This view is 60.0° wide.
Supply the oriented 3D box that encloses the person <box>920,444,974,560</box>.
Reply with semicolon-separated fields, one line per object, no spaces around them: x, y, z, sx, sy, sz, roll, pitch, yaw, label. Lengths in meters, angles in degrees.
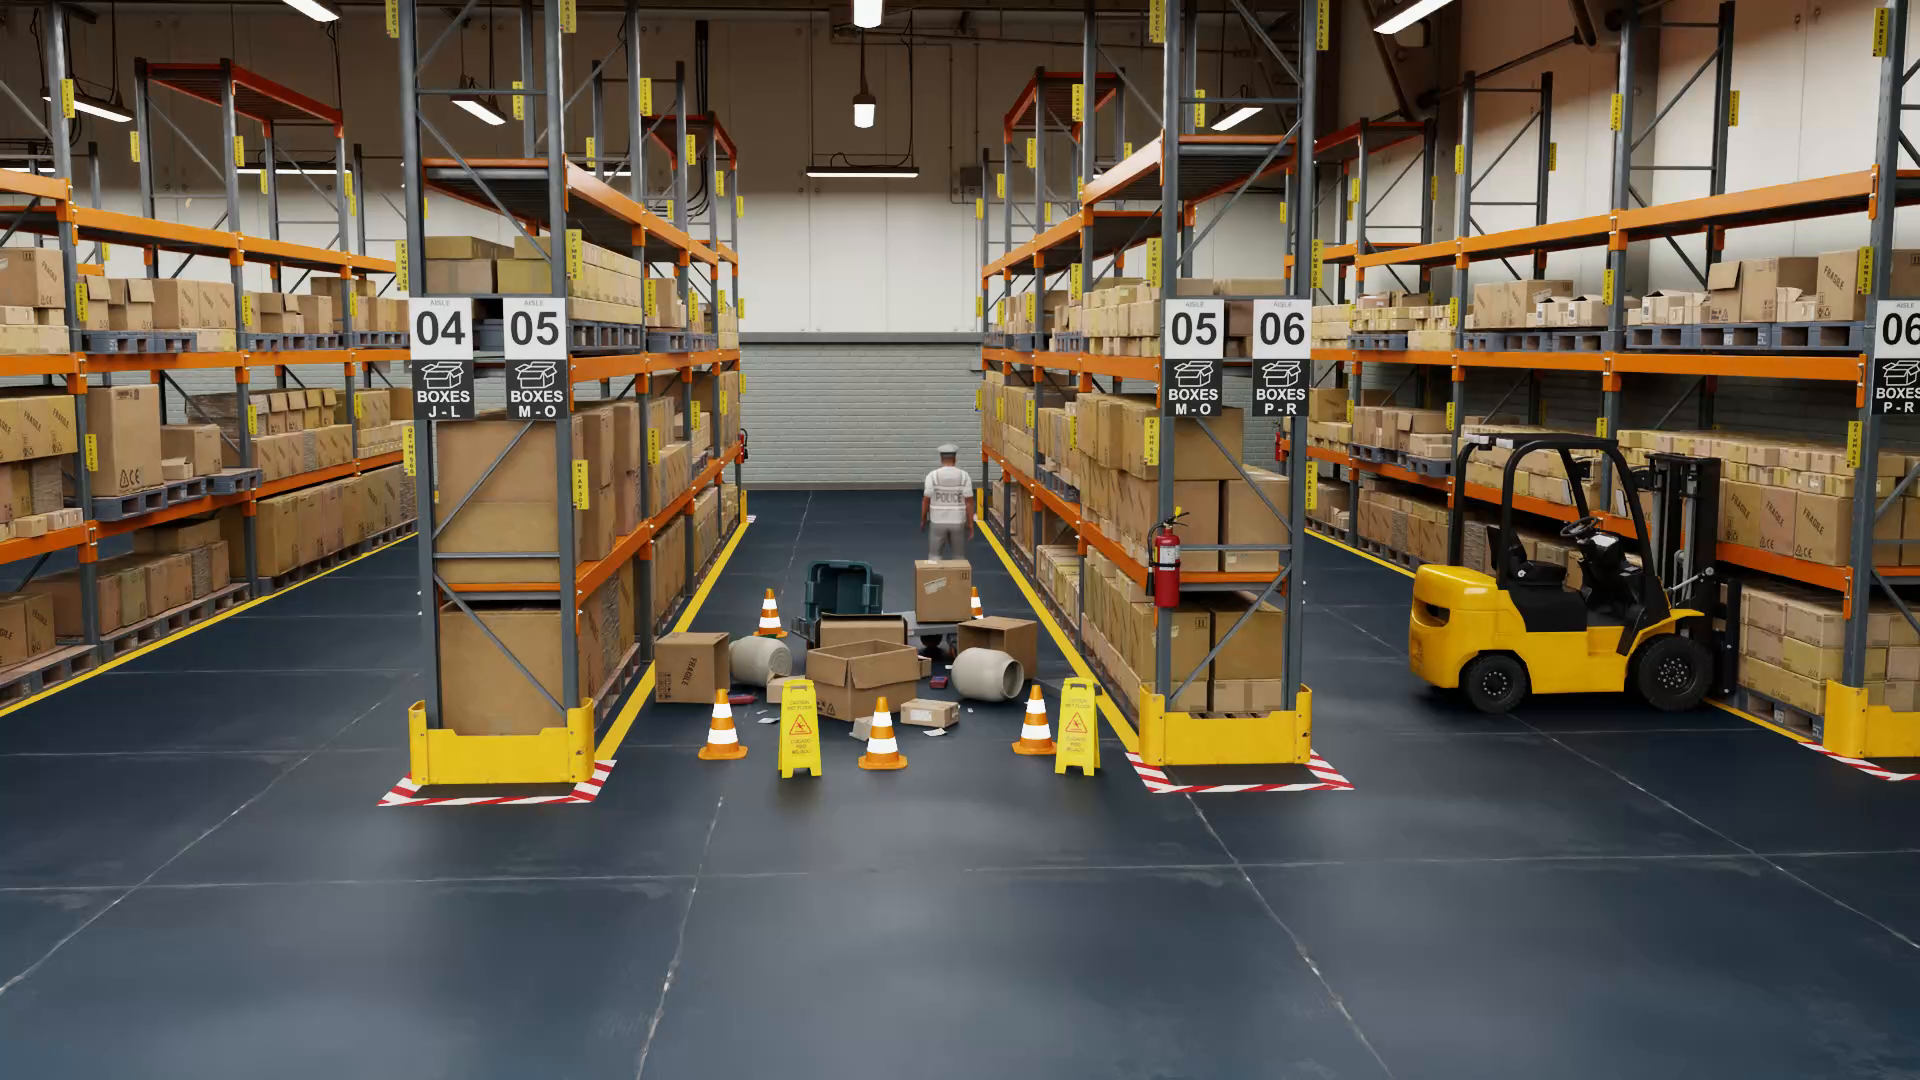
-0.148;-0.193;18.699;0.586;1.765;0.502;-1;7;-9;person
